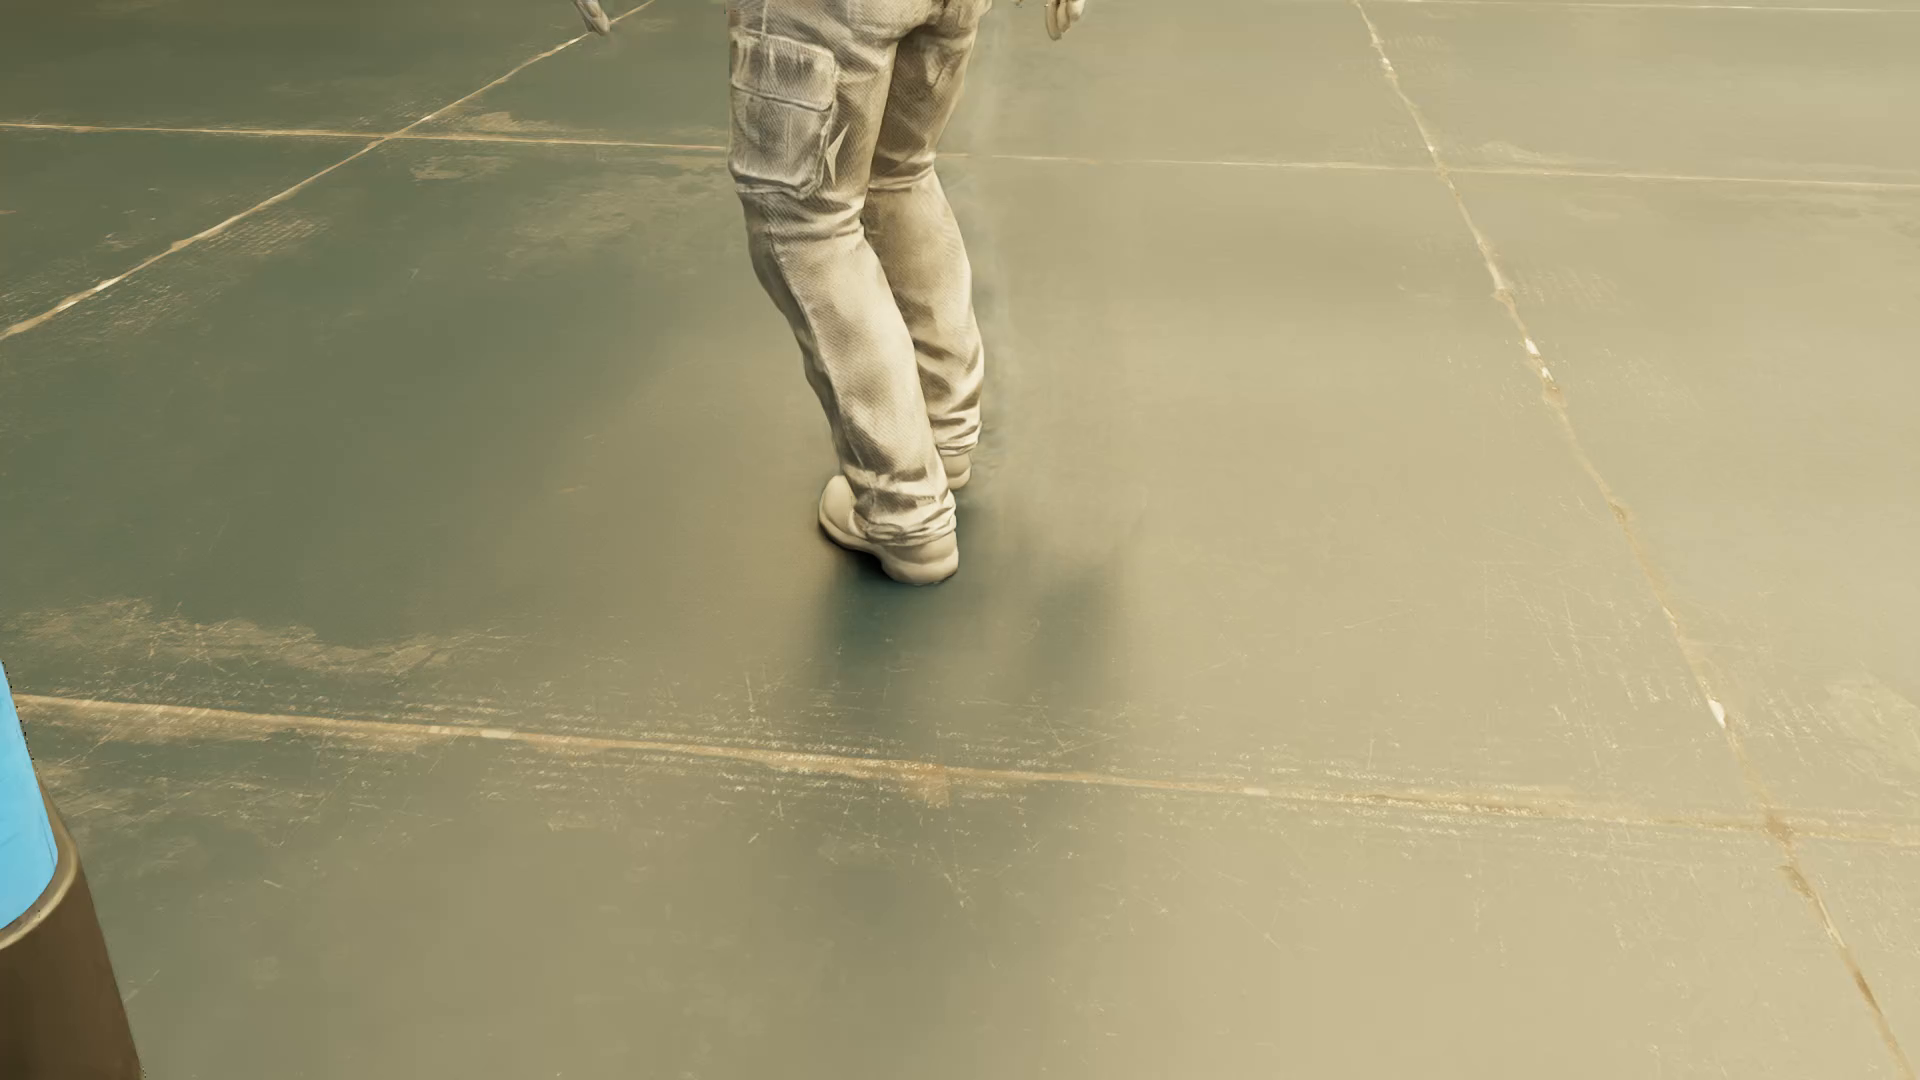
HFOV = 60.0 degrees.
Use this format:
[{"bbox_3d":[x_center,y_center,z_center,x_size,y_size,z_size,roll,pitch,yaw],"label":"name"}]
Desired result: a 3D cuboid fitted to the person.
[{"bbox_3d":[-0.132,-0.833,2.231,0.514,1.752,0.698,21,33,36],"label":"person"}]
